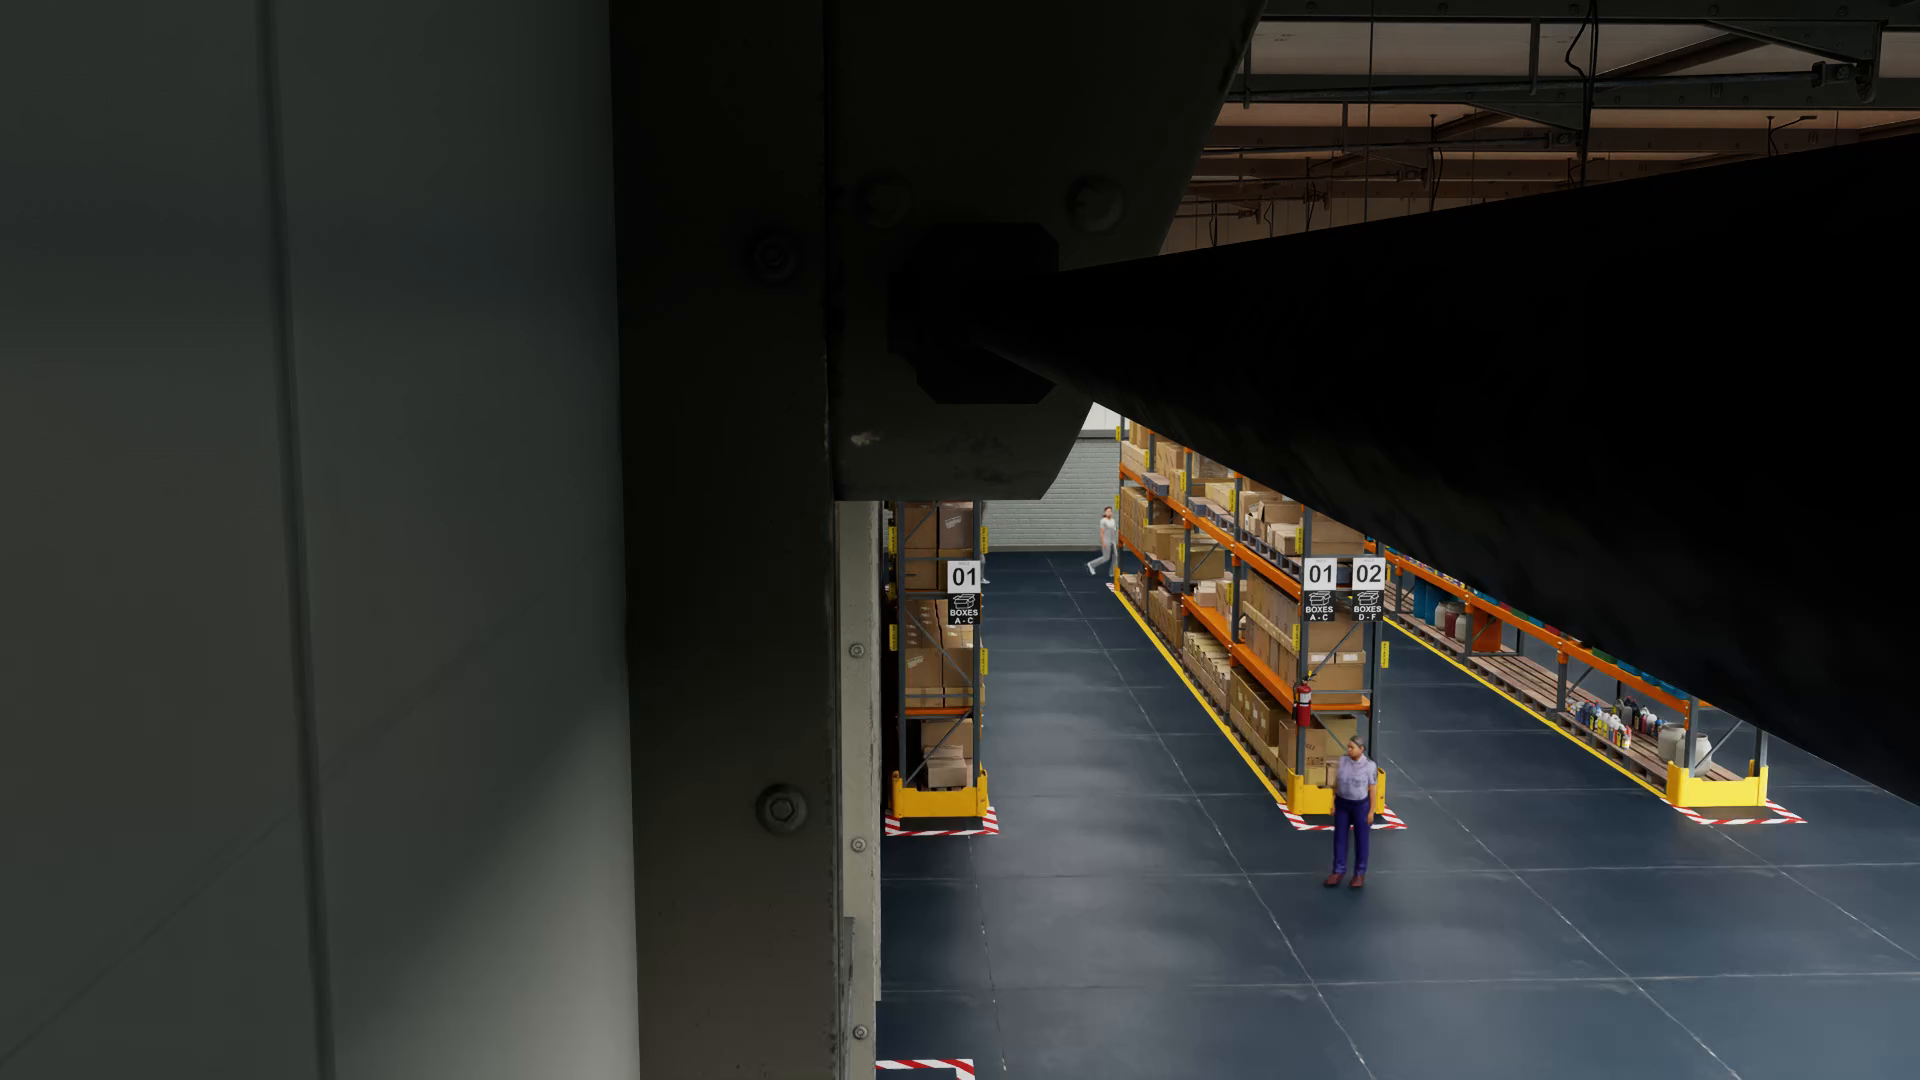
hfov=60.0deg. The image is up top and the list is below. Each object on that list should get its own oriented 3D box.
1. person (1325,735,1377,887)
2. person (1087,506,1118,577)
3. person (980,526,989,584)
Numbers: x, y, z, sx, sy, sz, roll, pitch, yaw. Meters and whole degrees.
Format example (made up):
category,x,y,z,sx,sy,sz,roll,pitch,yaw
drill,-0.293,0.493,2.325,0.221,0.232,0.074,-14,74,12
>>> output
category,x,y,z,sx,sy,sz,roll,pitch,yaw
person,4.254,2.930,18.037,0.492,1.663,0.416,5,10,33
person,3.347,0.036,38.103,0.784,1.629,0.459,5,9,29
person,0.314,0.199,37.138,0.640,1.577,0.465,4,9,27
